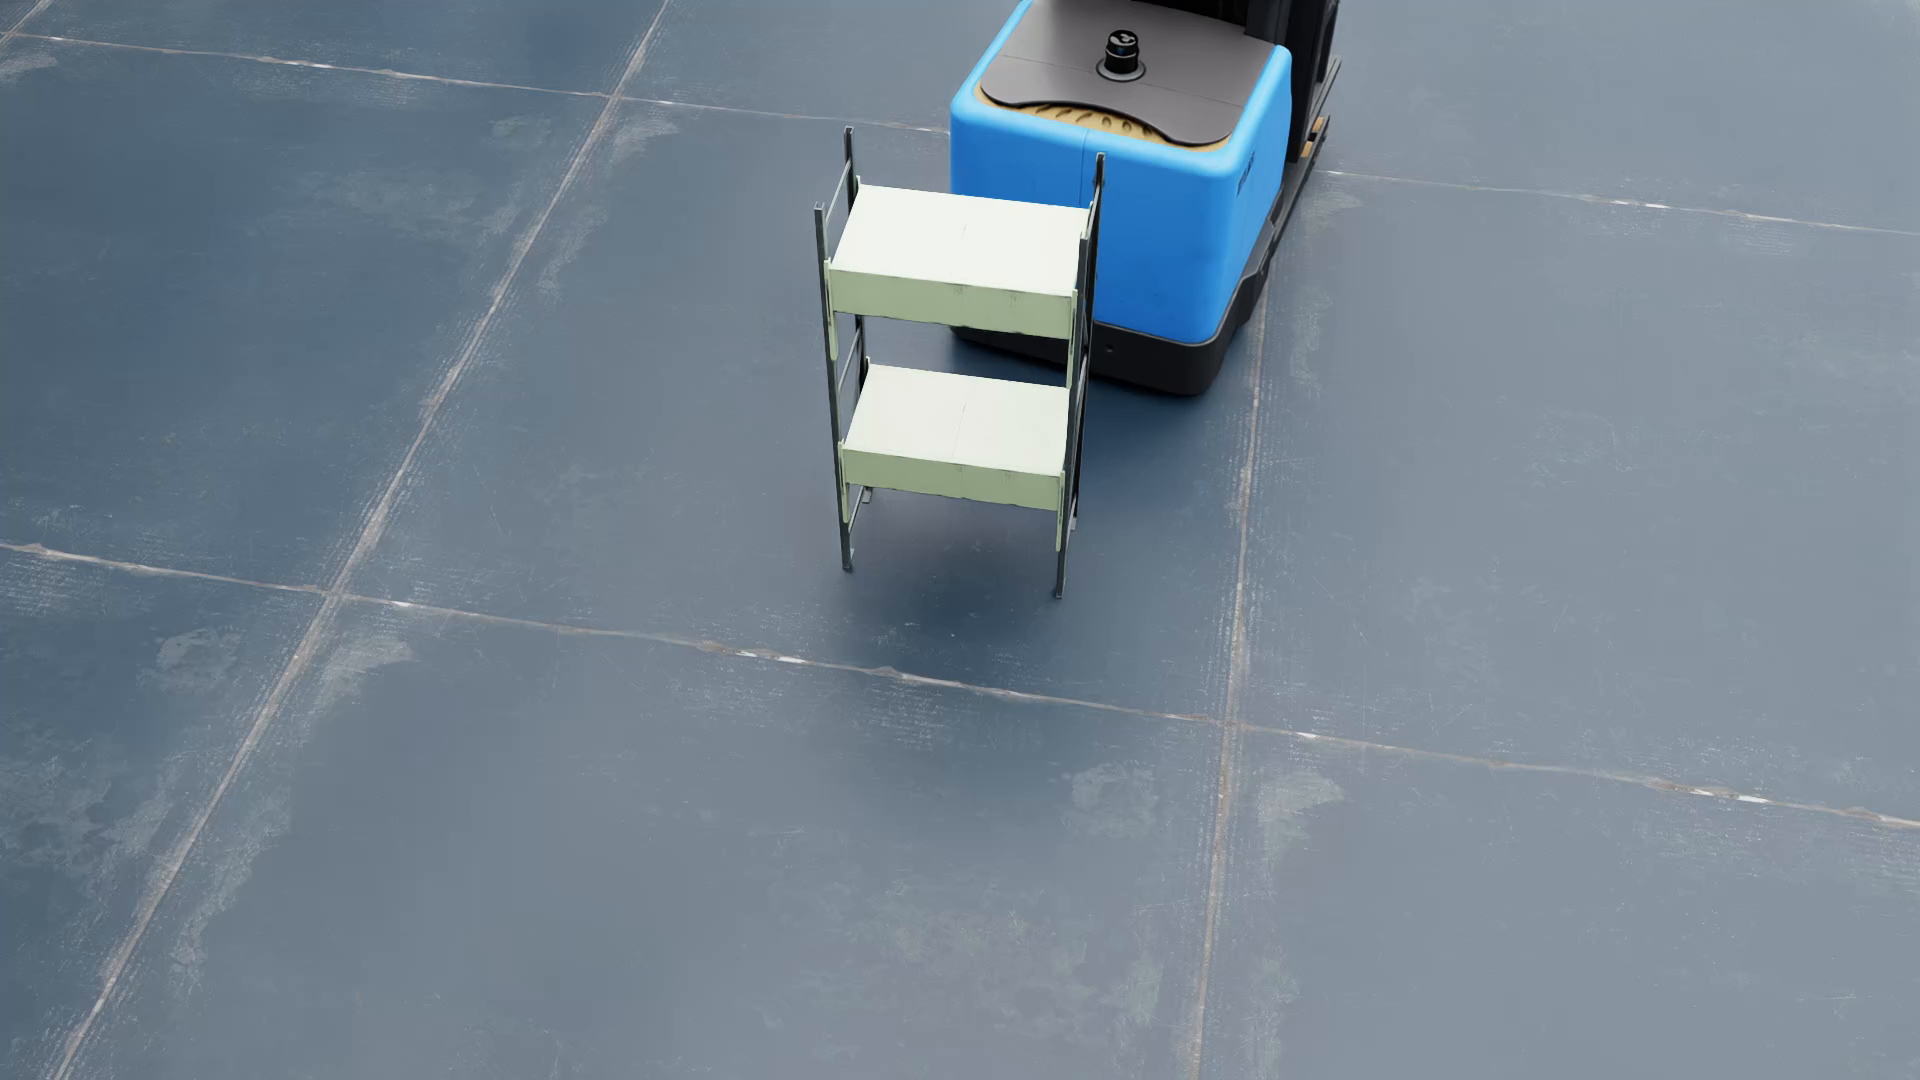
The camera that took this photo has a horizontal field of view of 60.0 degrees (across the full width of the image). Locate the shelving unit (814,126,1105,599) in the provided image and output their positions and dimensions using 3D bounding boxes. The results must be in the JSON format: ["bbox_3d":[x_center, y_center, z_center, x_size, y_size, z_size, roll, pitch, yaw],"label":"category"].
[{"bbox_3d":[0.007,-0.500,5.191,0.755,1.500,0.431,8,49,7],"label":"shelving unit"}]

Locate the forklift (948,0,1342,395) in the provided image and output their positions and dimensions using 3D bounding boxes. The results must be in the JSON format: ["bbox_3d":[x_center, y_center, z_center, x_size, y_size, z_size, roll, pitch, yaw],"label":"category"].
[{"bbox_3d":[0.962,-2.633,6.146,1.130,2.935,3.031,16,50,14],"label":"forklift"}]

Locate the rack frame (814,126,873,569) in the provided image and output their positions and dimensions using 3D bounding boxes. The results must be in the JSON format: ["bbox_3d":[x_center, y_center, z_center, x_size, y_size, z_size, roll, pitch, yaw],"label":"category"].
[{"bbox_3d":[-0.354,-0.549,5.235,0.023,1.500,0.400,8,49,7],"label":"rack frame"}]

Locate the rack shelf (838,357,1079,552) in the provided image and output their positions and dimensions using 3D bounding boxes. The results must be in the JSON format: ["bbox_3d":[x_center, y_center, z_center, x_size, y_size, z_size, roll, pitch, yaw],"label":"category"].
[{"bbox_3d":[0.007,-0.283,5.434,0.720,0.370,0.431,8,49,7],"label":"rack shelf"}]

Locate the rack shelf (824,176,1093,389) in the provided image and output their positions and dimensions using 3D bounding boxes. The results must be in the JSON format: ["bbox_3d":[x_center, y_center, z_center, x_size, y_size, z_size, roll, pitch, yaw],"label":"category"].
[{"bbox_3d":[0.007,-0.761,4.901,0.720,0.370,0.431,8,49,7],"label":"rack shelf"}]

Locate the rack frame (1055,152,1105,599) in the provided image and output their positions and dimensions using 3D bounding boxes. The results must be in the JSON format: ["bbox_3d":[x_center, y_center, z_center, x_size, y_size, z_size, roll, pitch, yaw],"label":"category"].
[{"bbox_3d":[0.367,-0.452,5.148,0.023,1.500,0.400,8,49,7],"label":"rack frame"}]
